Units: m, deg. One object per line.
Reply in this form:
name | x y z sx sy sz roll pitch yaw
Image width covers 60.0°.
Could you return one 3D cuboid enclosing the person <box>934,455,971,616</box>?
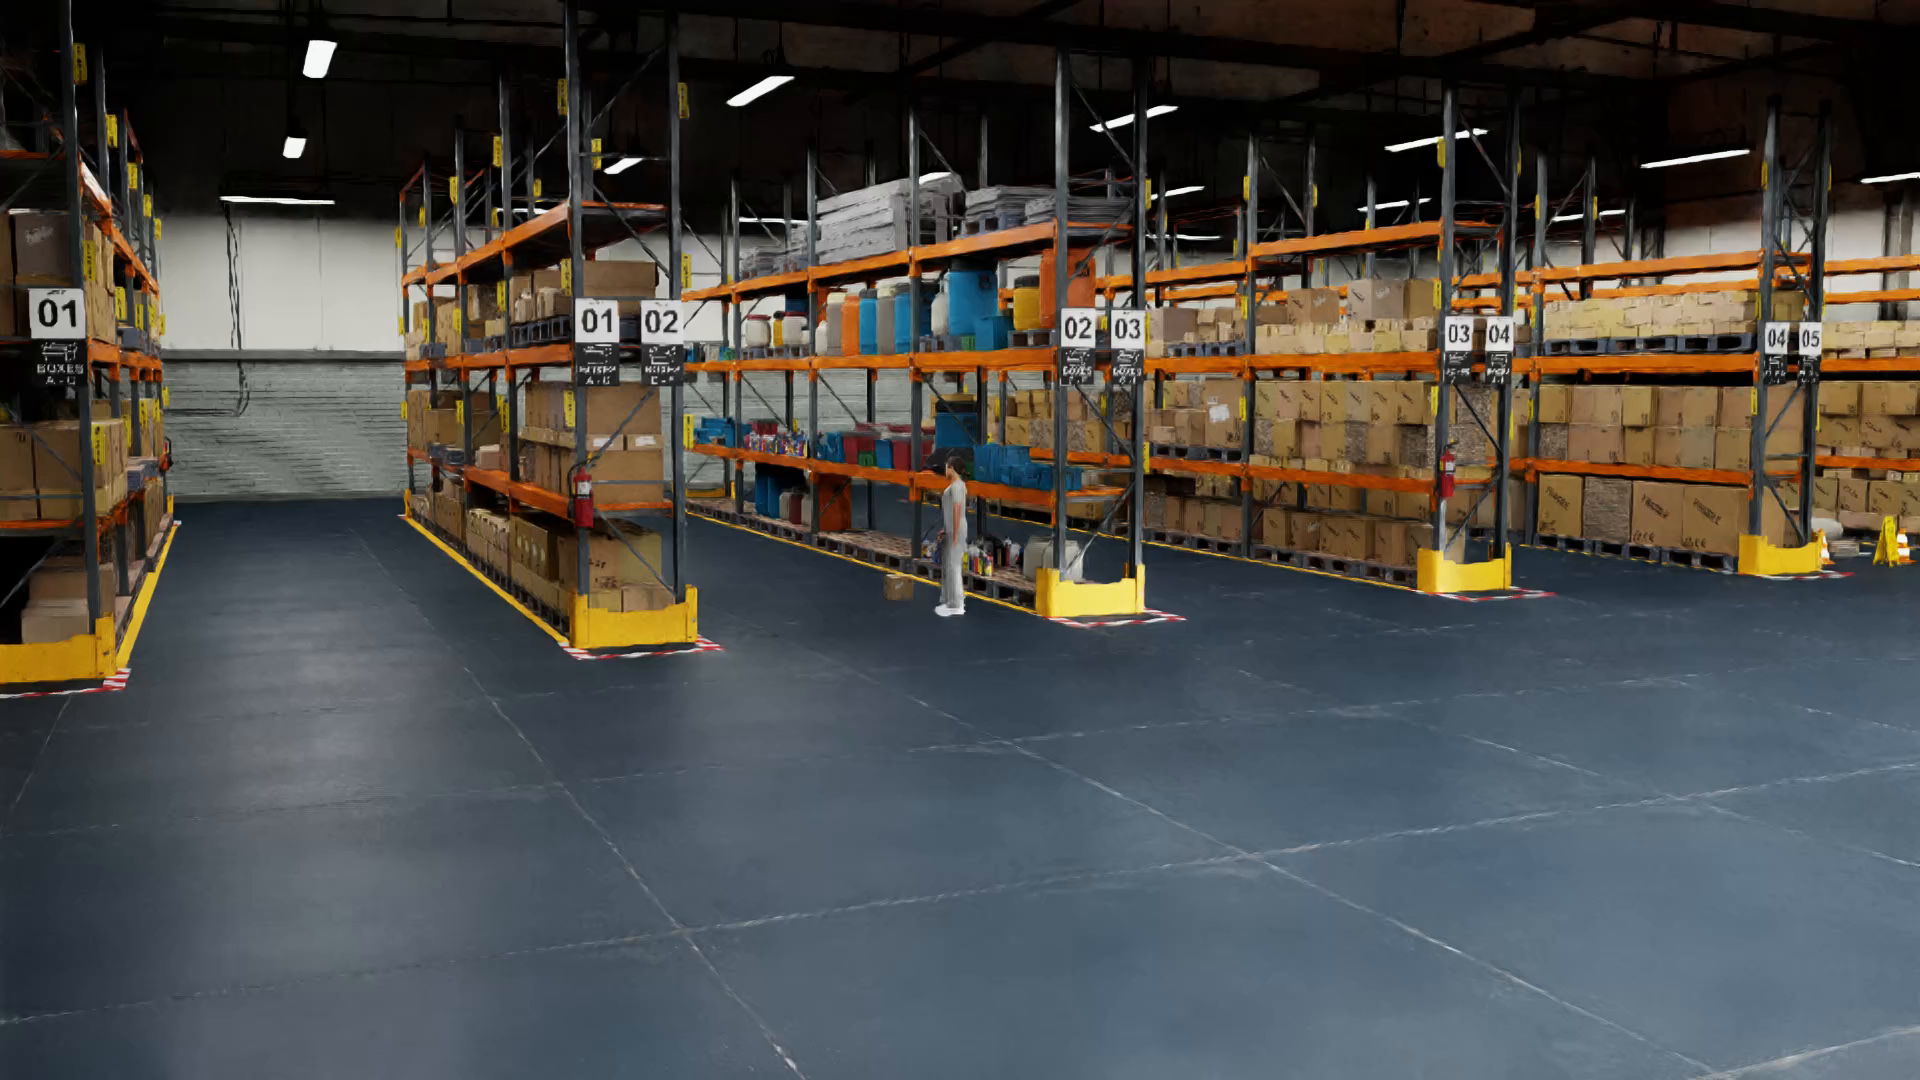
person | -0.075 -0.051 17.589 0.397 1.670 0.537 0 5 -4
